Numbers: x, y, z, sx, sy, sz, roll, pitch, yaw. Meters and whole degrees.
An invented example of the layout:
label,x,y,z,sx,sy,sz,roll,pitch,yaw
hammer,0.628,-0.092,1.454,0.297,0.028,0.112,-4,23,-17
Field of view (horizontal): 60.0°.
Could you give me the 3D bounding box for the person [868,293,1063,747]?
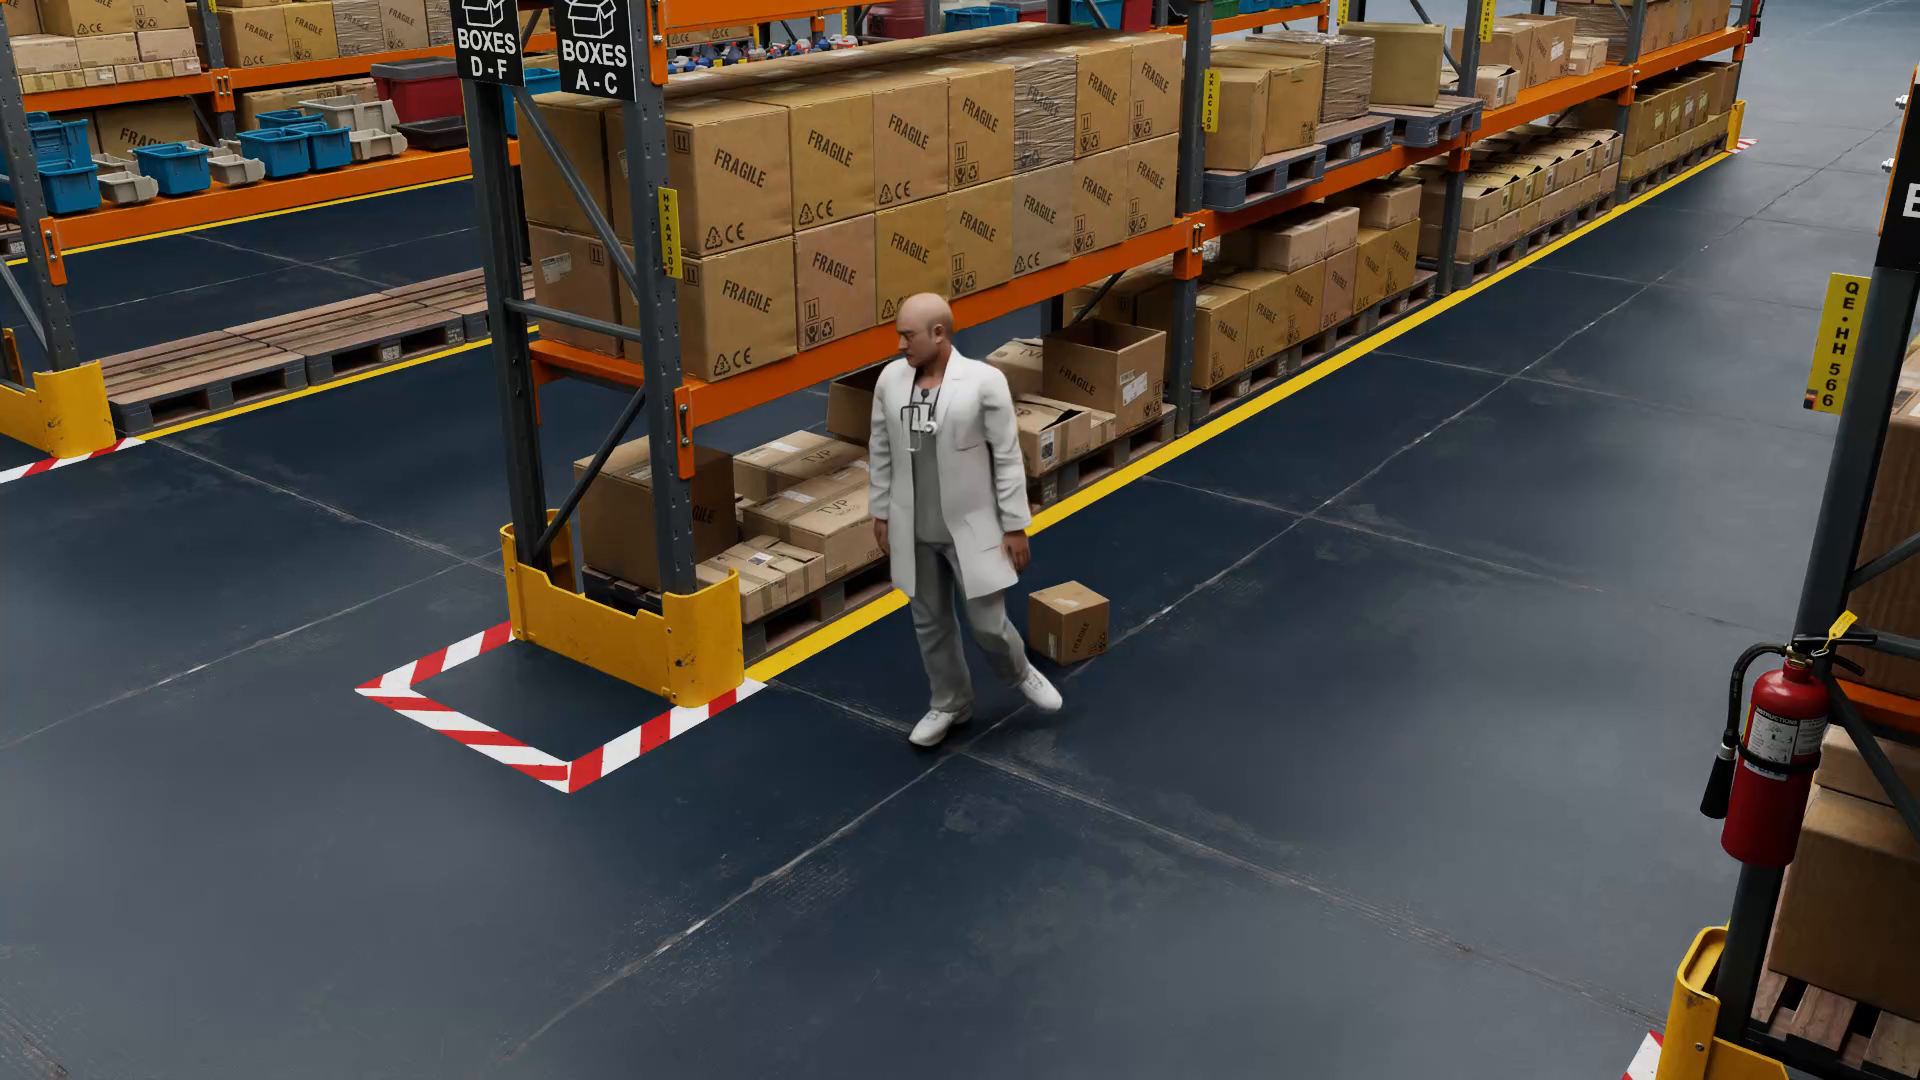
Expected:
label,x,y,z,sx,sy,sz,roll,pitch,yaw
person,0.007,-0.067,6.245,0.752,1.773,0.560,10,25,21
